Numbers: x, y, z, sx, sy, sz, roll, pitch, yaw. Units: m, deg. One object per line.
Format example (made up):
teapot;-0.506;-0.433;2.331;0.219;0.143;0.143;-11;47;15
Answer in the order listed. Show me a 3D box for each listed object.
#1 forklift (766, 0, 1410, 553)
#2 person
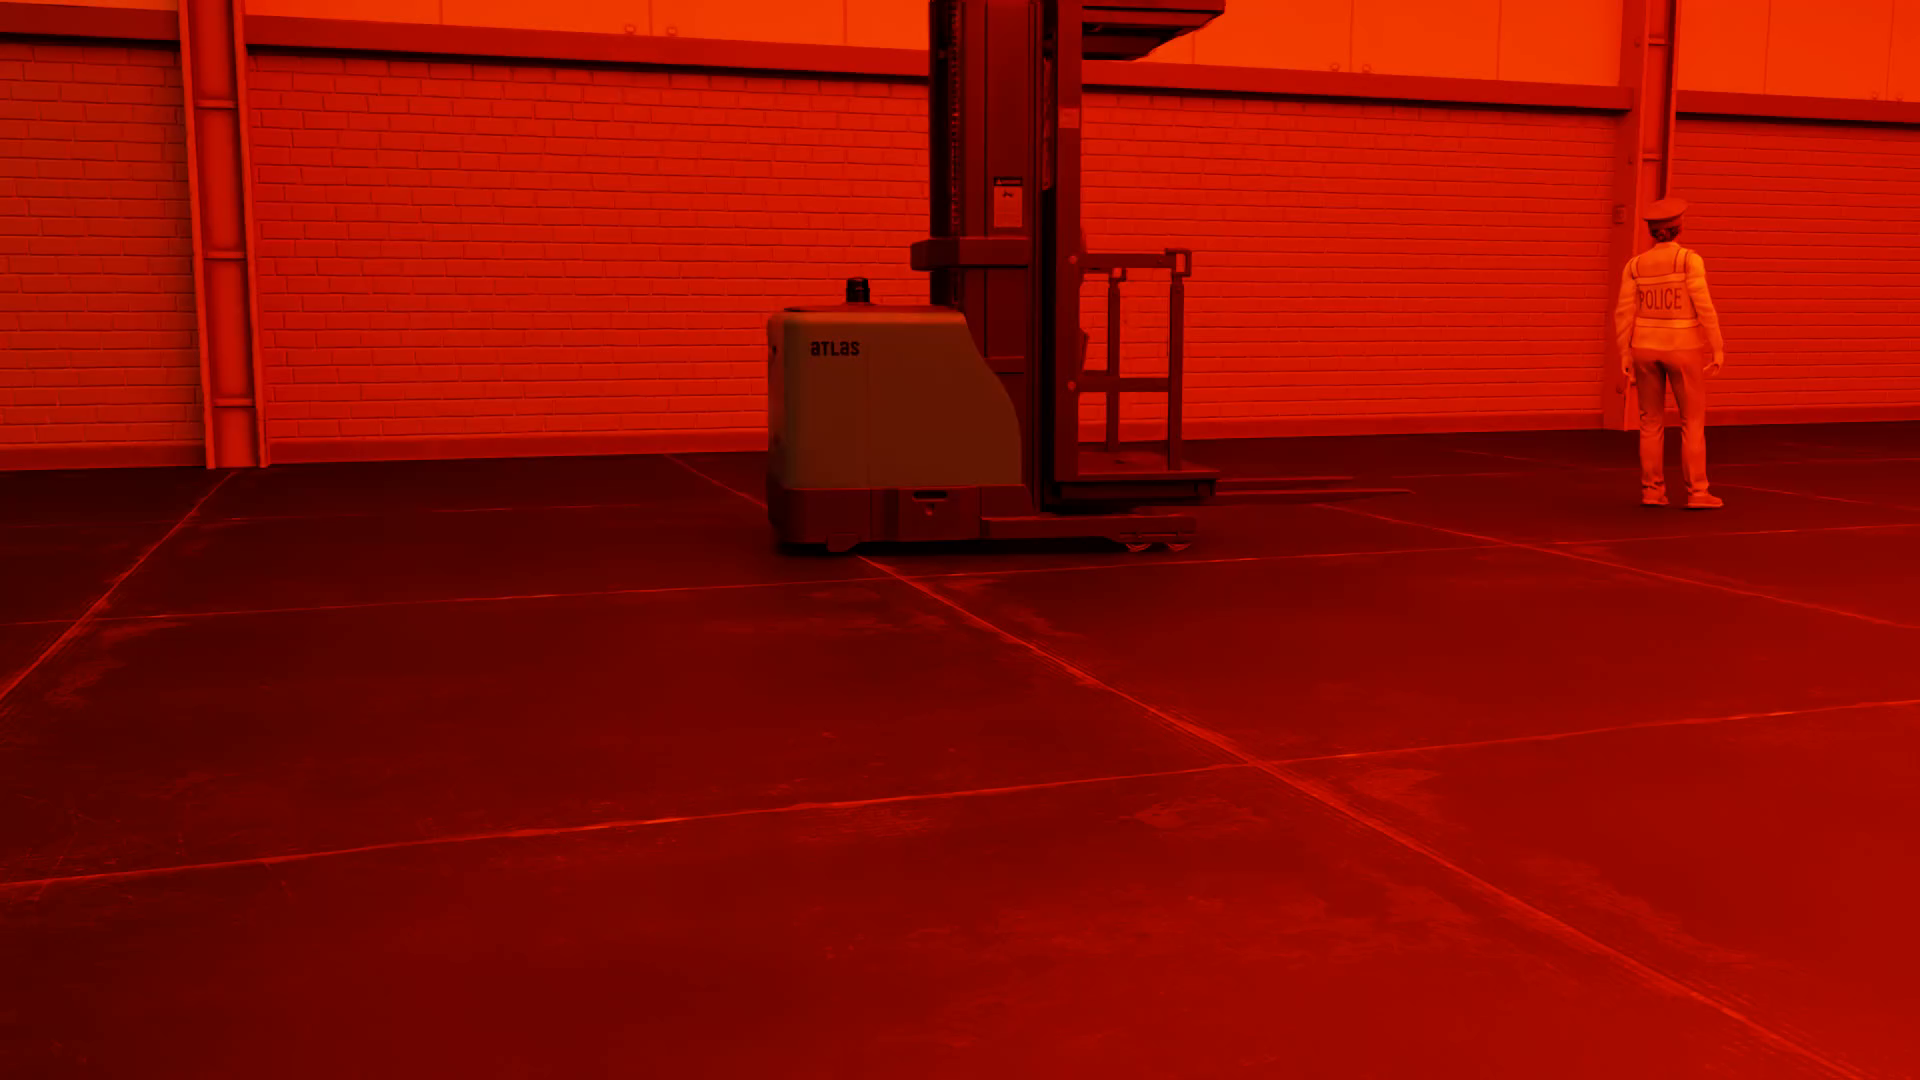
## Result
forklift;0.620;-1.472;7.869;3.031;2.935;1.130;-2;8;-11
person;3.928;-1.022;9.182;0.479;1.708;0.572;-7;11;-43
